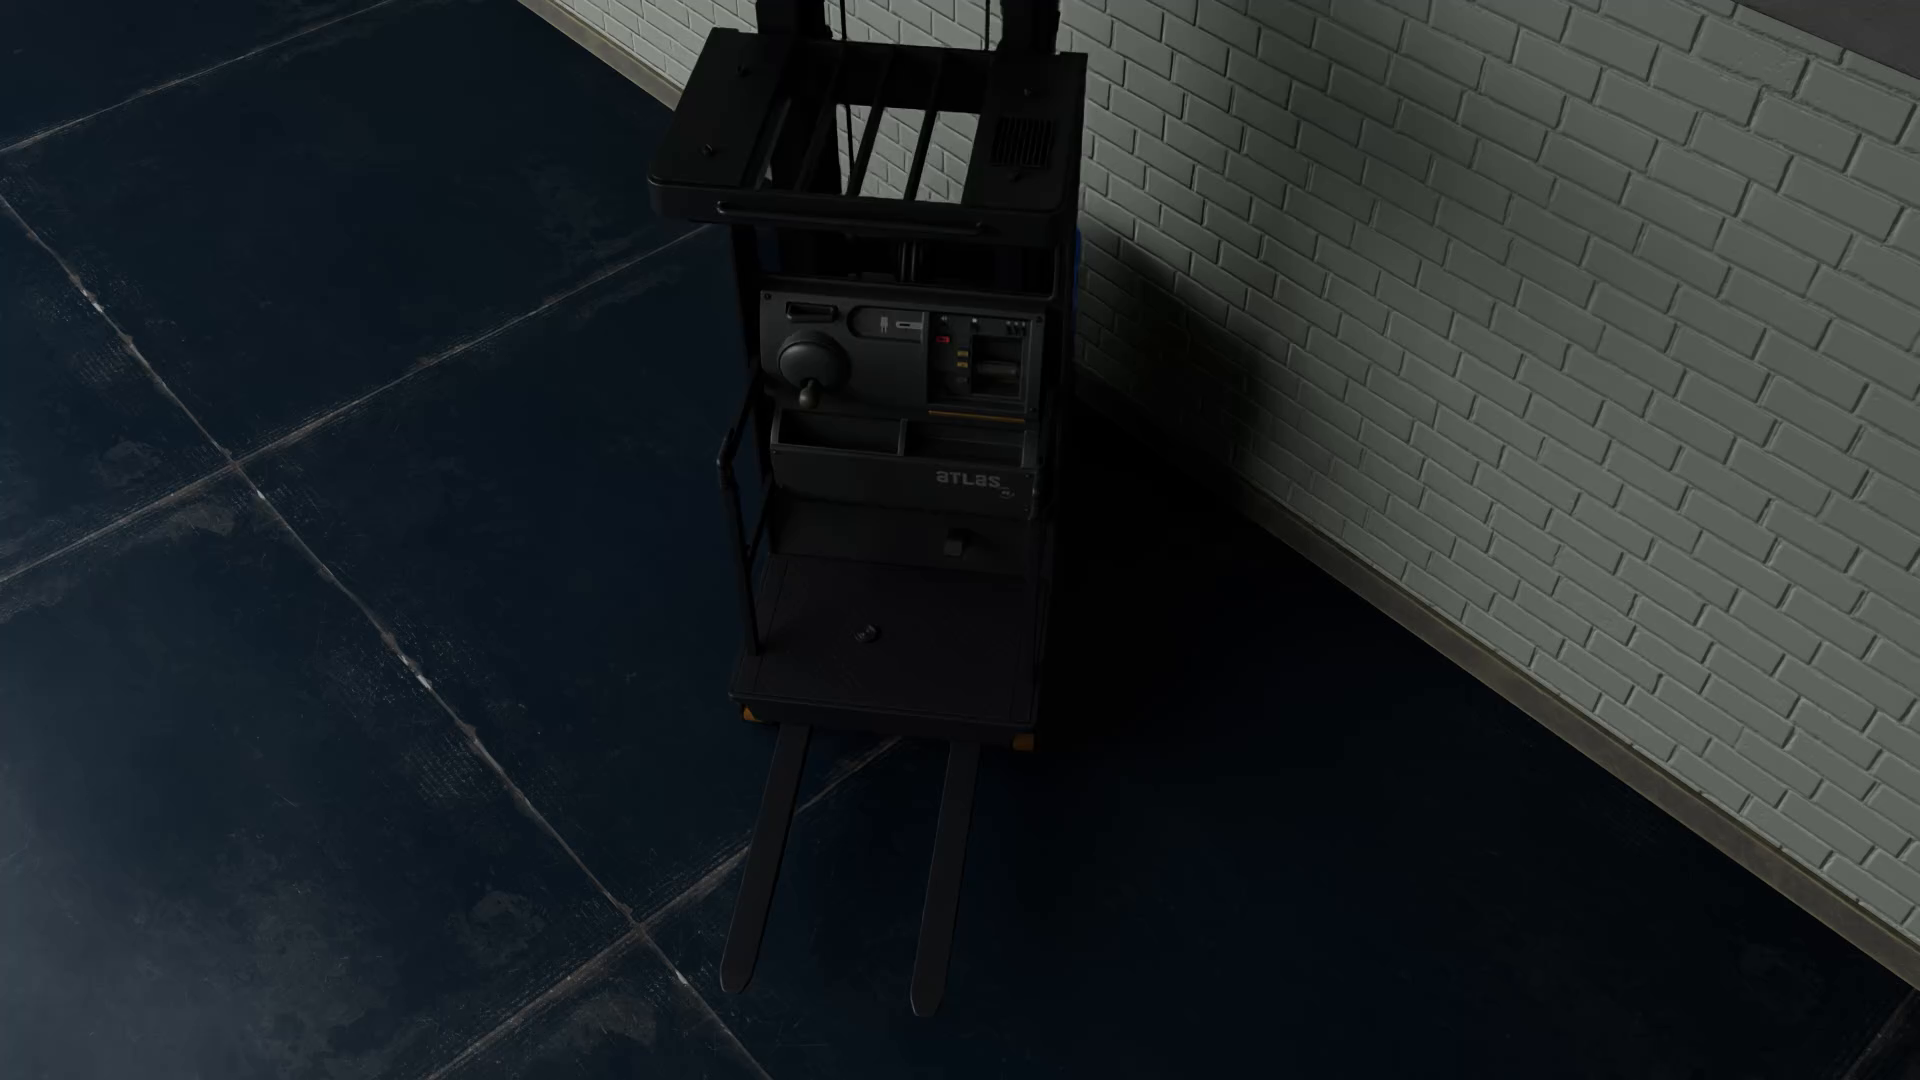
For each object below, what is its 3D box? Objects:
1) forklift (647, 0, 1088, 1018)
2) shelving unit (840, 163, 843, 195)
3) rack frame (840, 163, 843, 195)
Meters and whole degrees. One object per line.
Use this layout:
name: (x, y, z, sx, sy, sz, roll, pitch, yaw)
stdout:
forklift: (-0.216, -0.503, 5.273, 1.130, 2.935, 3.031, 5, 48, 5)
shelving unit: (-0.598, -1.126, 7.026, 0.258, 1.200, 0.189, -5, 47, -5)
rack frame: (-0.586, -1.060, 6.965, 0.240, 1.200, 0.006, -5, 47, -5)
